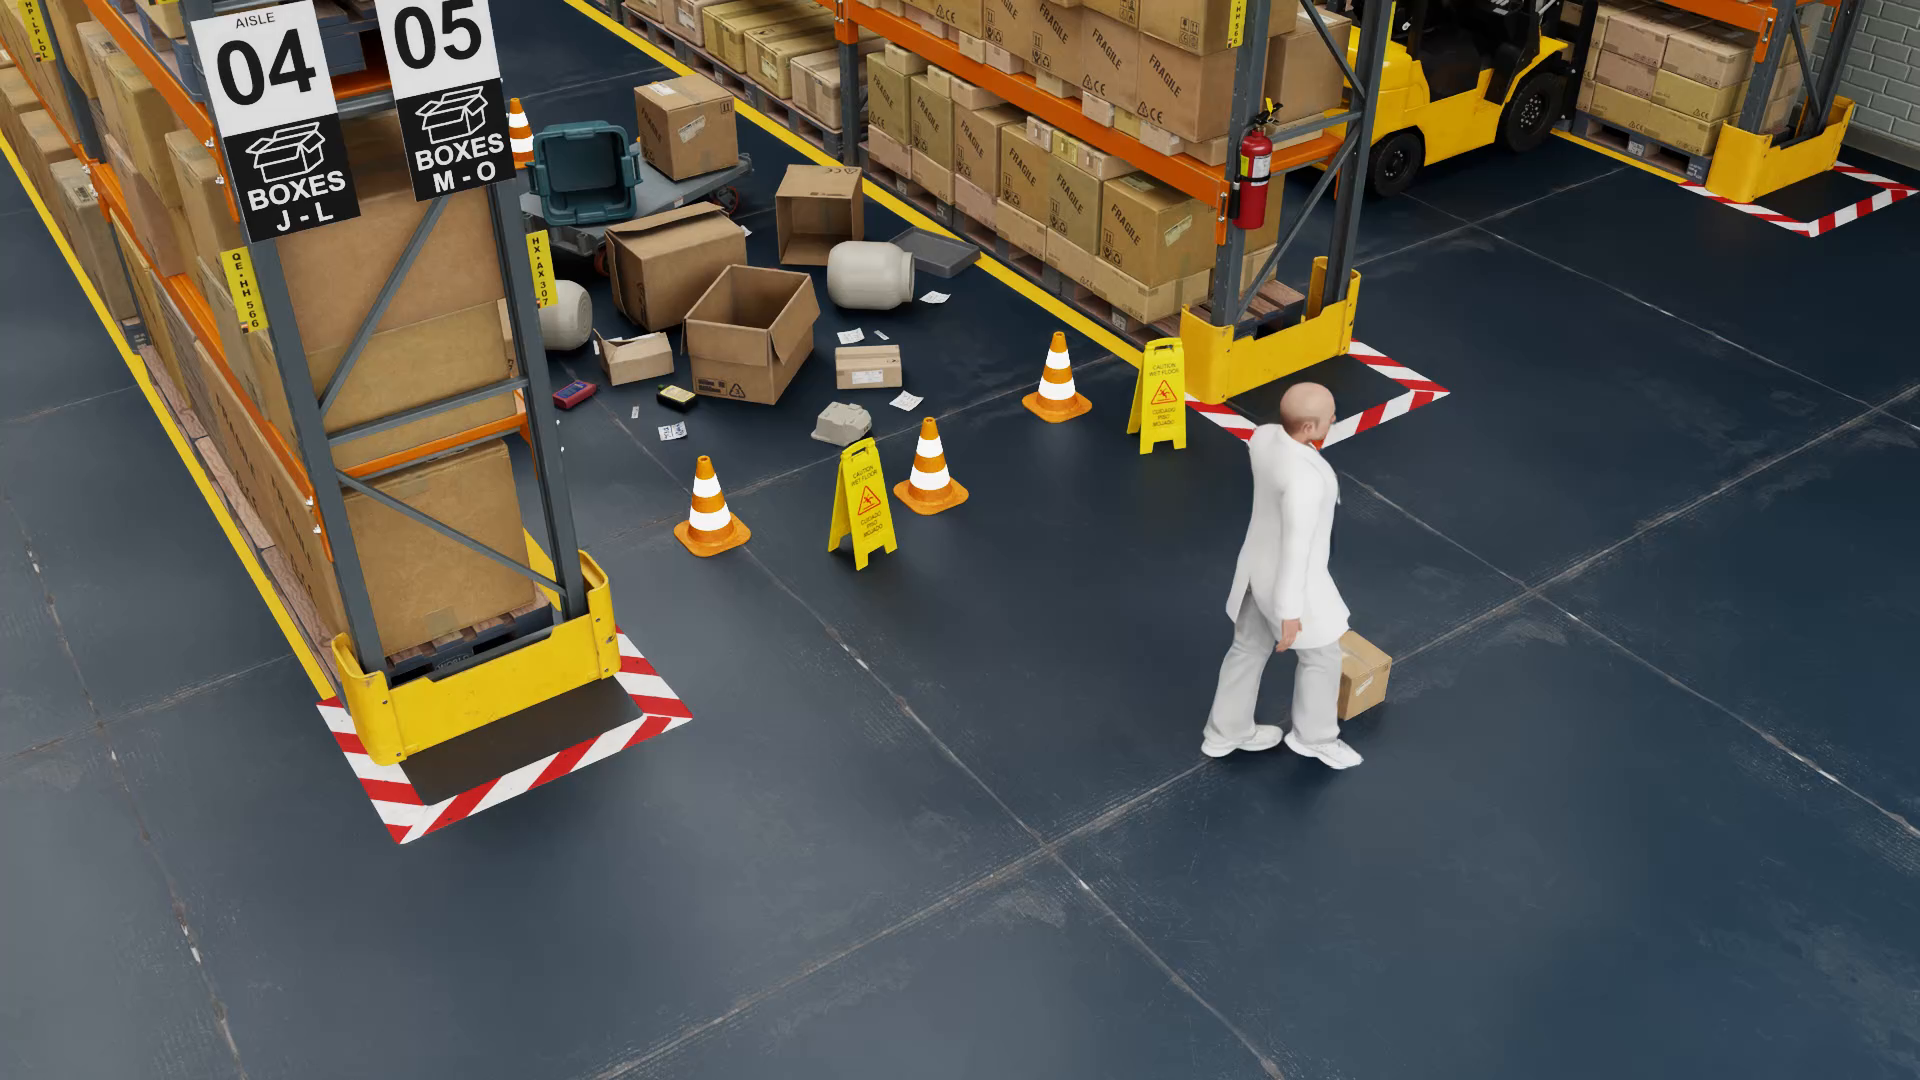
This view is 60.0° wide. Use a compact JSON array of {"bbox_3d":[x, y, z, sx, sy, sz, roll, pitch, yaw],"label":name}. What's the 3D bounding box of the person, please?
[{"bbox_3d":[1.360,0.165,6.808,0.675,1.829,0.626,-11,37,-15],"label":"person"}]
